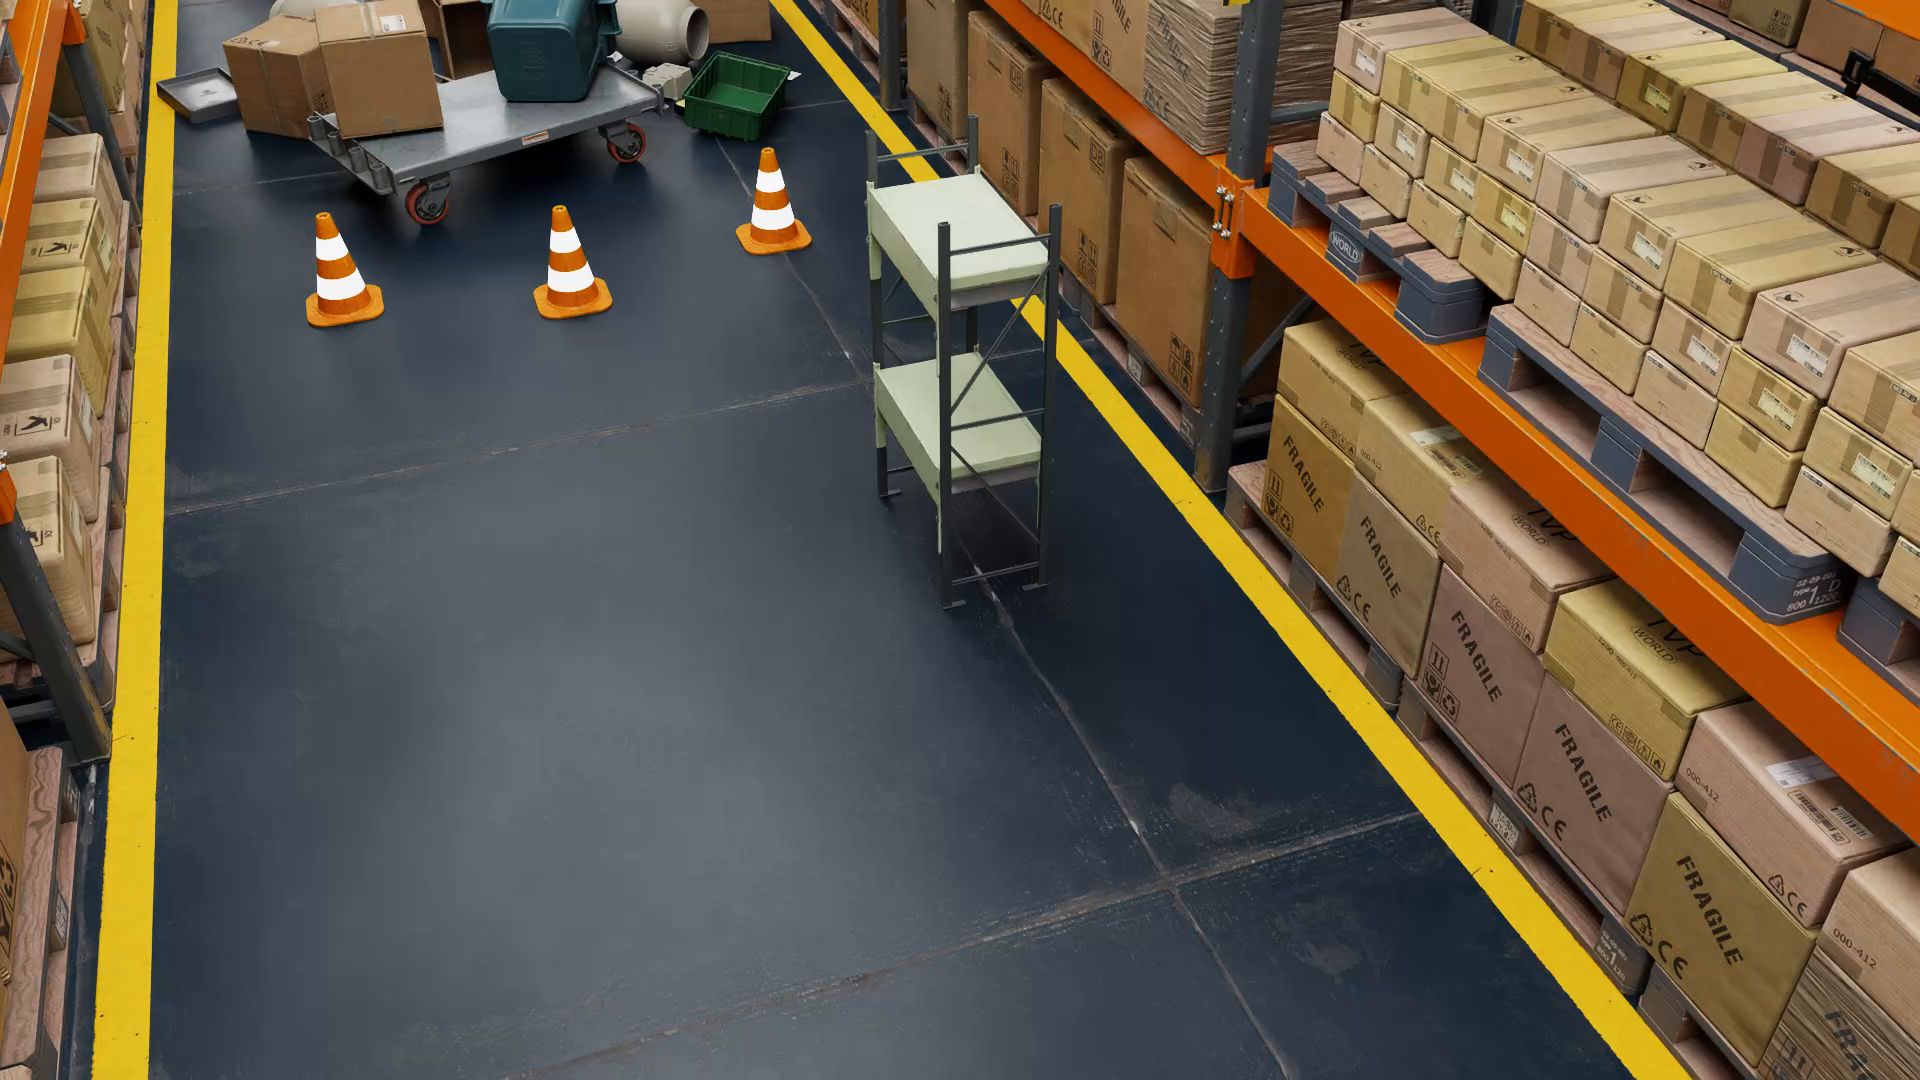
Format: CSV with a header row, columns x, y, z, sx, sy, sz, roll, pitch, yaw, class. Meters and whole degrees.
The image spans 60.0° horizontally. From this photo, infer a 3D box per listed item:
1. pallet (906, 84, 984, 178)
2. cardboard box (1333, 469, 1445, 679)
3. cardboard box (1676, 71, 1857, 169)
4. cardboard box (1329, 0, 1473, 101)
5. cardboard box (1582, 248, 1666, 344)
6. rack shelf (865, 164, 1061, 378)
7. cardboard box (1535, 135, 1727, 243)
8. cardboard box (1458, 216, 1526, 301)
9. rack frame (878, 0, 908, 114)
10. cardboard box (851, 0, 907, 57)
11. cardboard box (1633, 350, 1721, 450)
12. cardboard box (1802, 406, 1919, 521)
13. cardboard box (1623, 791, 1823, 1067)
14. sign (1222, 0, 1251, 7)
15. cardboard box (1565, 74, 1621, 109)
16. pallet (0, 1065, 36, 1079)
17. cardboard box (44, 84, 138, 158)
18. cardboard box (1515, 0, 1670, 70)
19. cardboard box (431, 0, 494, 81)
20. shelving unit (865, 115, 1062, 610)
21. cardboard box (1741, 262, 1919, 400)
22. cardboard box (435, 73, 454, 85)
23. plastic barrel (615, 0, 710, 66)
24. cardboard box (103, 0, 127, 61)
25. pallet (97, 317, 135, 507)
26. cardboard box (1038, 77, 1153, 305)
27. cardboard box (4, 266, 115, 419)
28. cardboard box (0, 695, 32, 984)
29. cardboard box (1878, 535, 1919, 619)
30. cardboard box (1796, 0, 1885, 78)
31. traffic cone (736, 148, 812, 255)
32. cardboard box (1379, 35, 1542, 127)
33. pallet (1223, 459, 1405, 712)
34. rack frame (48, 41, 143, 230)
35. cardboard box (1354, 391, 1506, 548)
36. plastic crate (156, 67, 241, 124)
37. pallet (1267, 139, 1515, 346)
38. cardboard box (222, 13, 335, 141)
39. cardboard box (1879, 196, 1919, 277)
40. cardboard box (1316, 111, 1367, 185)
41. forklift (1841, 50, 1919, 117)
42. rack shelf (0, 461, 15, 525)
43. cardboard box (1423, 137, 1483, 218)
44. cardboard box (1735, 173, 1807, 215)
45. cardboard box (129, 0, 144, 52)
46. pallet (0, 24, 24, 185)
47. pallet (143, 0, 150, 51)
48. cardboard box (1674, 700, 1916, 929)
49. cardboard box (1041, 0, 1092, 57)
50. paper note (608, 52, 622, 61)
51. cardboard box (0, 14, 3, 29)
x,y,z,sx,sy,sz,roll,pitch,yaw,class
0.369,-2.233,9.040,1.003,0.211,1.213,-12,39,-16,pallet
1.589,0.059,5.408,0.500,0.500,0.500,-12,39,-15,cardboard box
2.278,-1.191,4.703,0.380,0.149,0.250,-11,38,-15,cardboard box
1.508,-1.857,6.139,0.500,0.500,0.500,-12,39,-15,cardboard box
1.831,-0.652,4.235,0.380,0.149,0.250,-13,39,-16,cardboard box
-0.002,-0.915,5.569,0.431,0.370,0.720,-12,39,-16,rack shelf
1.747,-0.919,4.342,0.380,0.149,0.250,-11,38,-14,cardboard box
1.653,-0.825,4.711,0.380,0.149,0.250,-11,38,-14,cardboard box
0.033,-3.767,8.759,1.000,3.000,0.127,-12,39,-16,rack frame
-0.118,-3.456,9.762,0.875,0.875,0.875,-12,39,-15,cardboard box
1.920,-0.385,4.128,0.380,0.149,0.250,-14,39,-17,cardboard box
2.102,-0.208,3.646,0.380,0.149,0.250,-14,39,-18,cardboard box
2.118,0.927,4.255,0.500,0.500,0.500,-13,39,-17,cardboard box
0.889,-1.854,5.255,0.100,0.325,0.005,-12,39,-16,sign
2.100,-1.359,5.173,0.380,0.149,0.250,-11,38,-14,cardboard box
-2.587,1.837,3.636,1.003,0.211,1.213,-12,39,-16,pallet
-4.530,-2.144,8.540,0.500,0.250,0.500,-14,39,-18,cardboard box
2.008,-1.631,5.287,0.380,0.149,0.250,-14,39,-18,cardboard box
-2.646,-3.008,9.712,0.797,0.637,0.503,-12,39,-16,cardboard box
-0.002,-0.603,5.804,0.431,1.500,0.755,-12,39,-16,shelving unit
2.016,-0.476,3.754,0.380,0.149,0.250,-14,39,-18,cardboard box
-2.845,-2.498,9.346,0.396,0.266,0.258,19,41,23,cardboard box
-1.798,-3.062,9.963,0.512,0.421,0.421,12,39,16,plastic barrel
-4.725,-2.744,8.712,0.500,0.500,0.500,-11,38,-14,cardboard box
-3.887,-0.442,6.661,1.003,0.211,1.213,-12,39,-16,pallet
0.980,-1.633,7.445,1.050,0.750,0.750,-12,39,-15,cardboard box
-3.906,-0.710,6.535,0.950,0.372,0.625,-11,38,-14,cardboard box
-3.044,0.662,4.294,0.875,0.875,0.875,-13,39,-16,cardboard box
2.203,0.072,3.522,0.380,0.149,0.250,-14,39,-18,cardboard box
5.255,-2.974,9.417,0.700,0.500,0.500,-16,40,-20,cardboard box
-0.924,-1.684,8.101,0.336,0.463,0.334,-12,39,-16,traffic cone
1.481,-1.360,4.928,0.380,0.149,0.250,-13,39,-17,cardboard box
1.677,0.048,6.011,1.003,0.211,1.213,-12,39,-16,pallet
-4.580,-2.686,7.322,1.000,3.000,0.127,-12,39,-16,rack frame
1.594,-0.251,5.195,0.500,0.250,0.500,-13,39,-16,cardboard box
-4.351,-2.576,9.603,0.402,0.080,0.583,-27,45,-31,plastic crate
1.754,-1.051,5.311,1.213,0.211,1.003,-12,39,-16,pallet
-3.671,-2.575,9.251,0.500,0.500,0.500,12,39,16,cardboard box
2.540,-0.753,4.122,0.380,0.149,0.250,-11,38,-15,cardboard box
1.374,-1.281,5.317,0.380,0.149,0.250,-13,39,-17,cardboard box
4.076,-1.890,6.323,1.130,2.935,3.031,-7,38,-10,forklift
-2.516,0.991,3.039,1.077,0.370,4.000,-12,39,-16,rack shelf
1.577,-1.077,4.799,0.380,0.149,0.250,-14,39,-17,cardboard box
2.362,-0.928,4.602,0.380,0.149,0.250,-13,39,-16,cardboard box
-5.070,-3.025,9.709,0.500,0.250,0.500,-14,39,-18,cardboard box
-3.923,-1.459,5.853,1.003,0.211,1.213,-12,39,-16,pallet
-5.684,-3.322,10.485,1.003,0.211,1.213,-12,39,-16,pallet
2.128,0.621,4.037,0.500,0.250,0.500,-11,38,-14,cardboard box
0.660,-2.311,6.742,0.500,0.500,0.500,-13,39,-17,cardboard box
-2.153,-2.967,10.170,0.172,0.023,0.155,0,37,0,paper note
-3.806,-1.940,6.192,0.380,0.149,0.250,-12,39,-16,cardboard box
